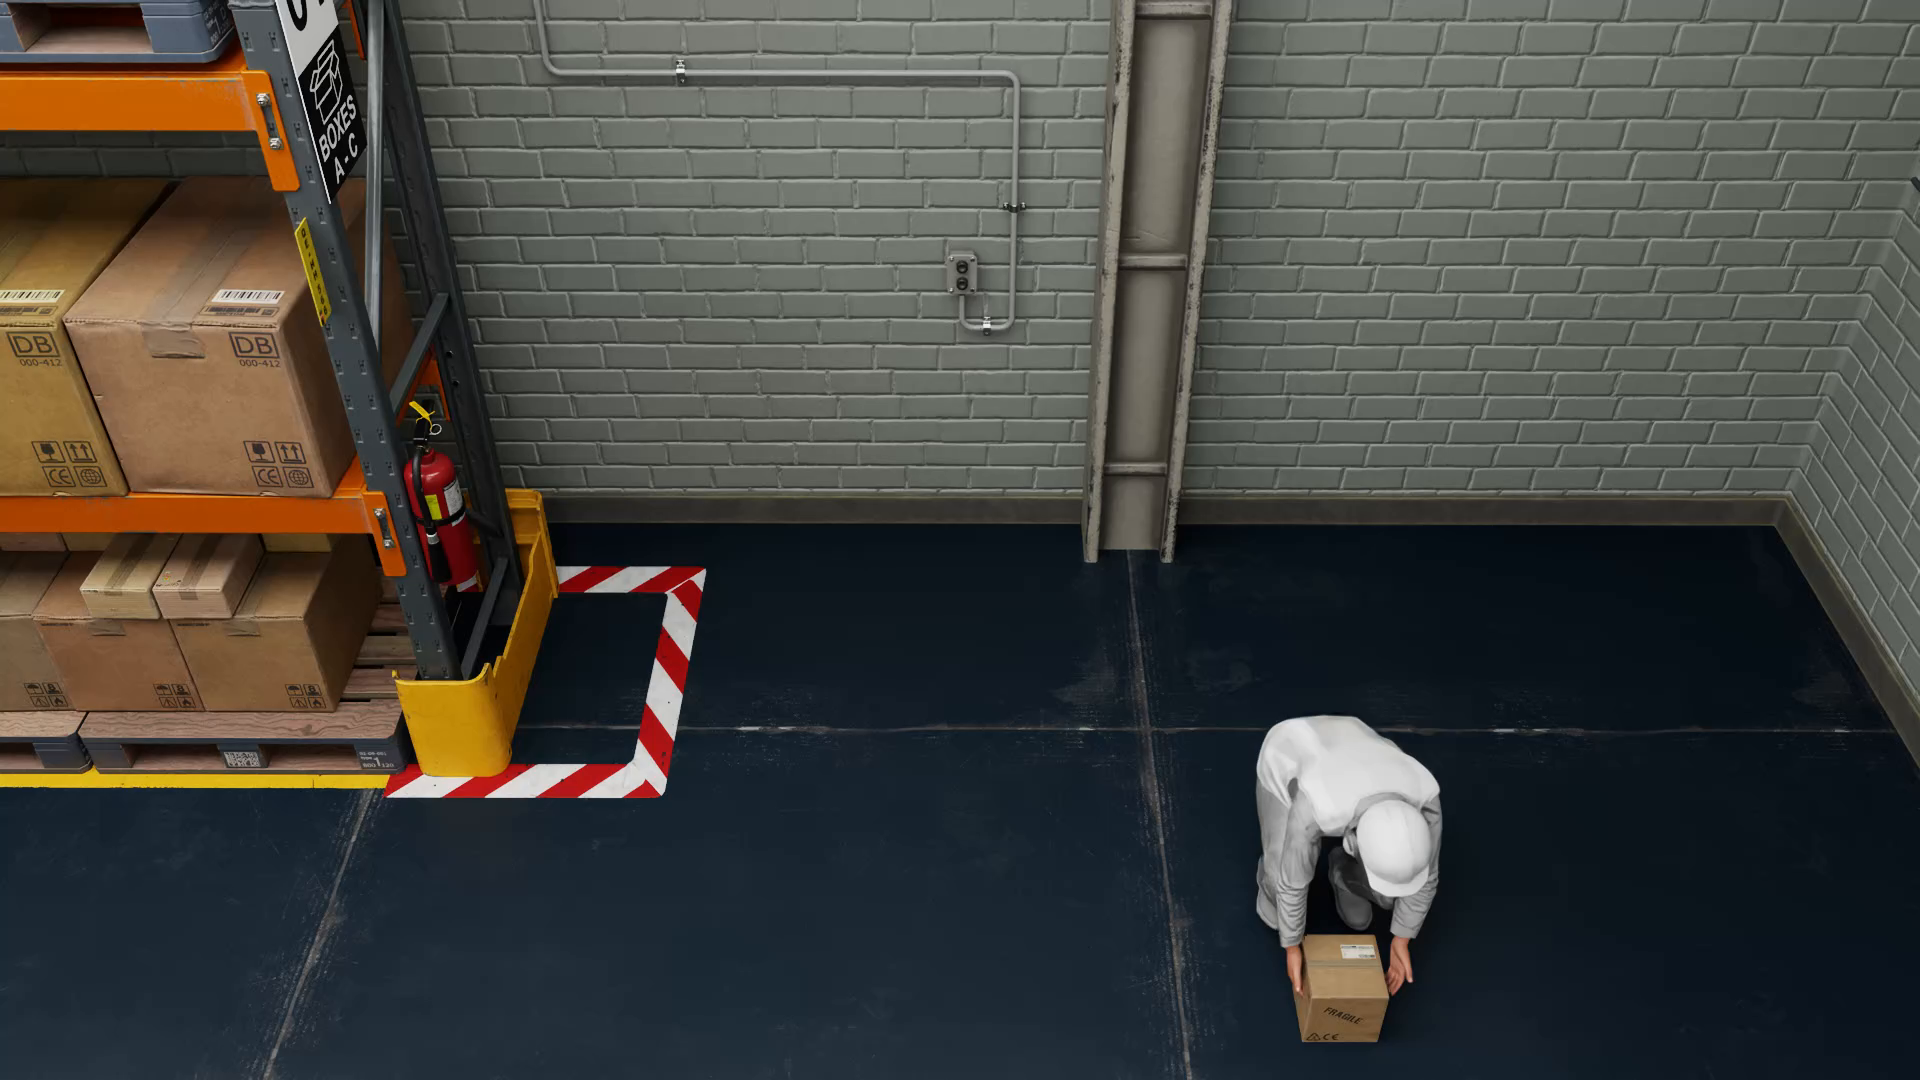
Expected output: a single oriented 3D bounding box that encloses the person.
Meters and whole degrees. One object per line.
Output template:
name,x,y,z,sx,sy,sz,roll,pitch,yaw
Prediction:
person,1.286,0.993,5.549,0.541,0.984,0.905,0,39,0
